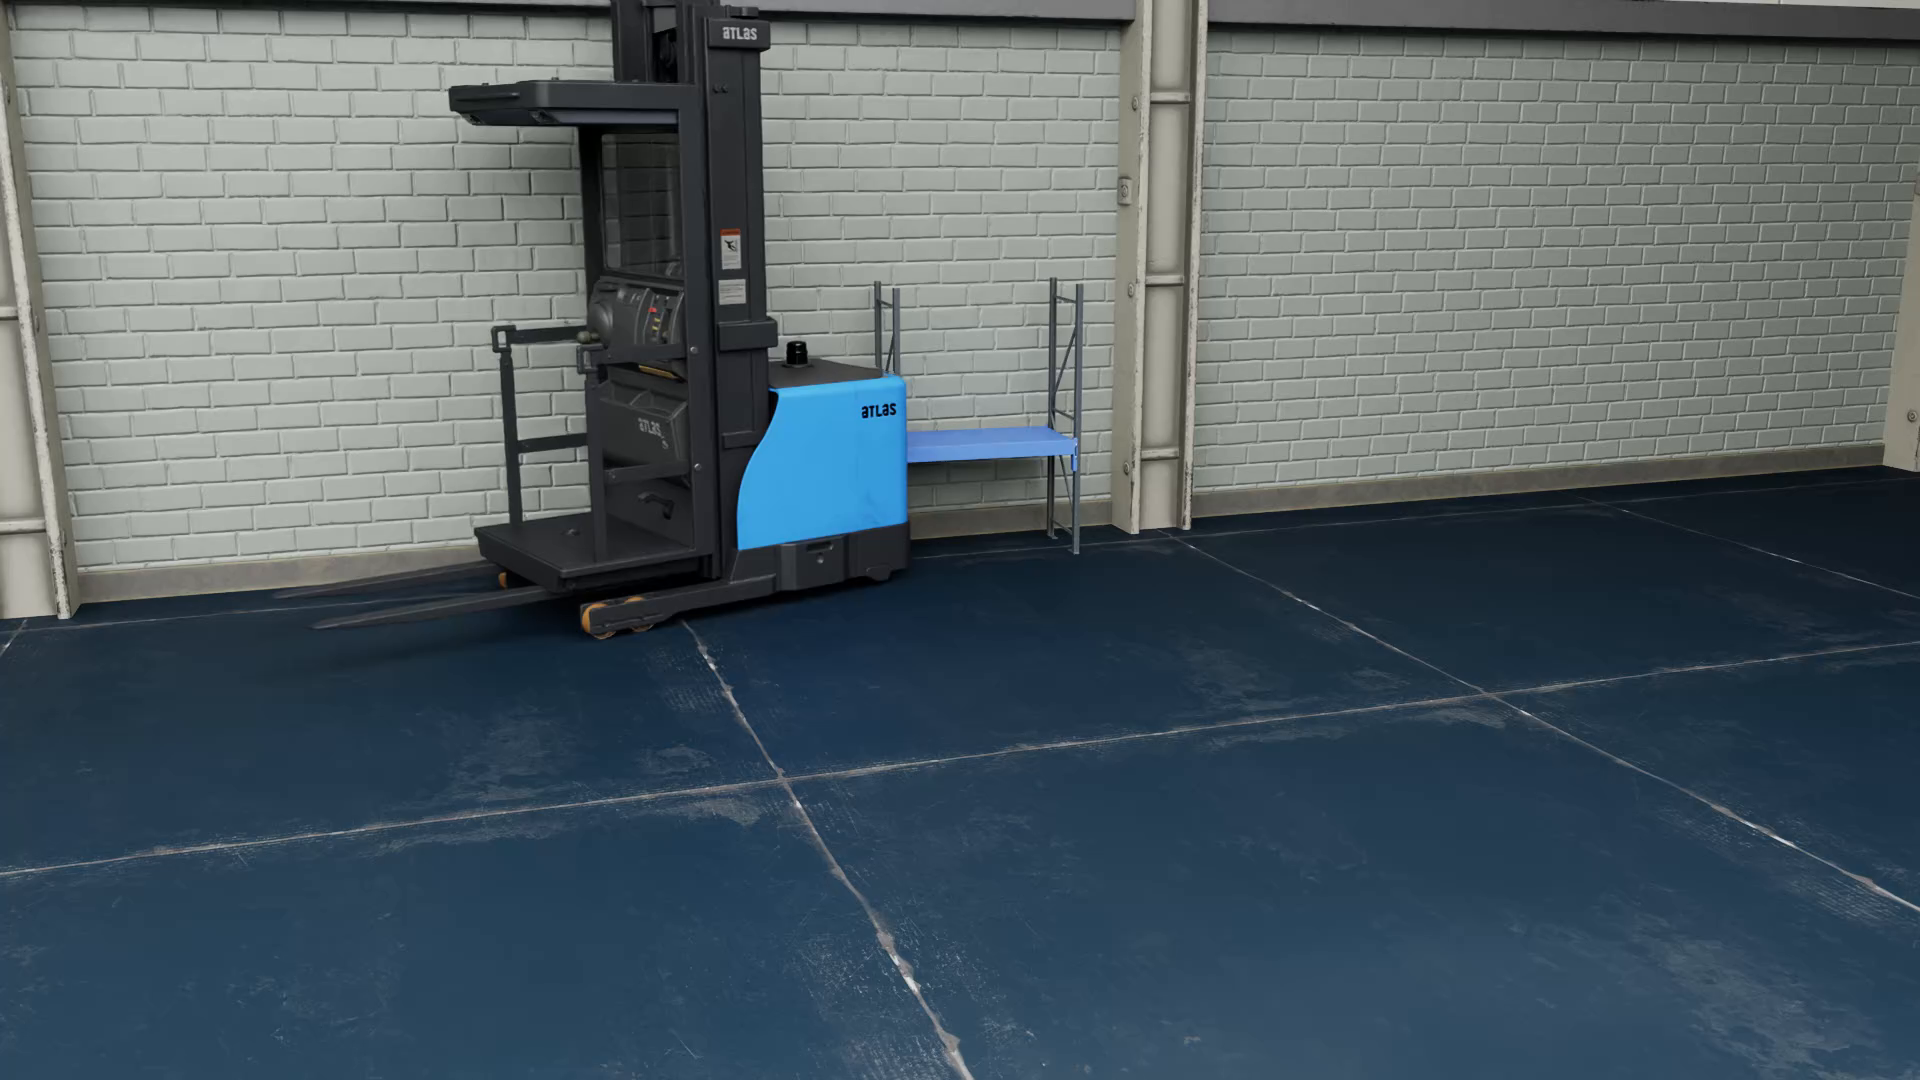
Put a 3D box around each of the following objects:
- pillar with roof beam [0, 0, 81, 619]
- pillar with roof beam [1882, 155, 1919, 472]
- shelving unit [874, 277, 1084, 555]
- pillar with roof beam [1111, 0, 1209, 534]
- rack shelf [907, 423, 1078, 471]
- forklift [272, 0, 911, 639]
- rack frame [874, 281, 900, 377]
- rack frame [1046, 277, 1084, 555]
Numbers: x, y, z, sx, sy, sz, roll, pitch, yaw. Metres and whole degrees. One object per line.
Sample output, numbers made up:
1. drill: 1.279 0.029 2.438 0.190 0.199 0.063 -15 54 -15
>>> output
1. pillar with roof beam: -3.170 -3.075 3.123 0.400 9.000 9.100 -4 14 -18
2. pillar with roof beam: 8.204 -3.960 6.847 0.400 9.000 9.100 -4 14 -18
3. shelving unit: 0.097 -0.674 9.234 1.048 1.500 0.538 -4 14 -15
4. pillar with roof beam: 2.517 -3.518 4.985 0.400 9.000 9.100 -4 14 -18
5. rack shelf: 0.097 -0.499 9.275 1.000 0.185 0.538 -4 14 -15
6. forklift: -1.743 -1.105 7.952 3.031 2.935 1.130 -10 17 -36
7. rack frame: -0.394 -0.643 9.105 0.032 1.500 0.500 -4 14 -15
8. rack frame: 0.588 -0.704 9.362 0.032 1.500 0.500 -4 14 -15
